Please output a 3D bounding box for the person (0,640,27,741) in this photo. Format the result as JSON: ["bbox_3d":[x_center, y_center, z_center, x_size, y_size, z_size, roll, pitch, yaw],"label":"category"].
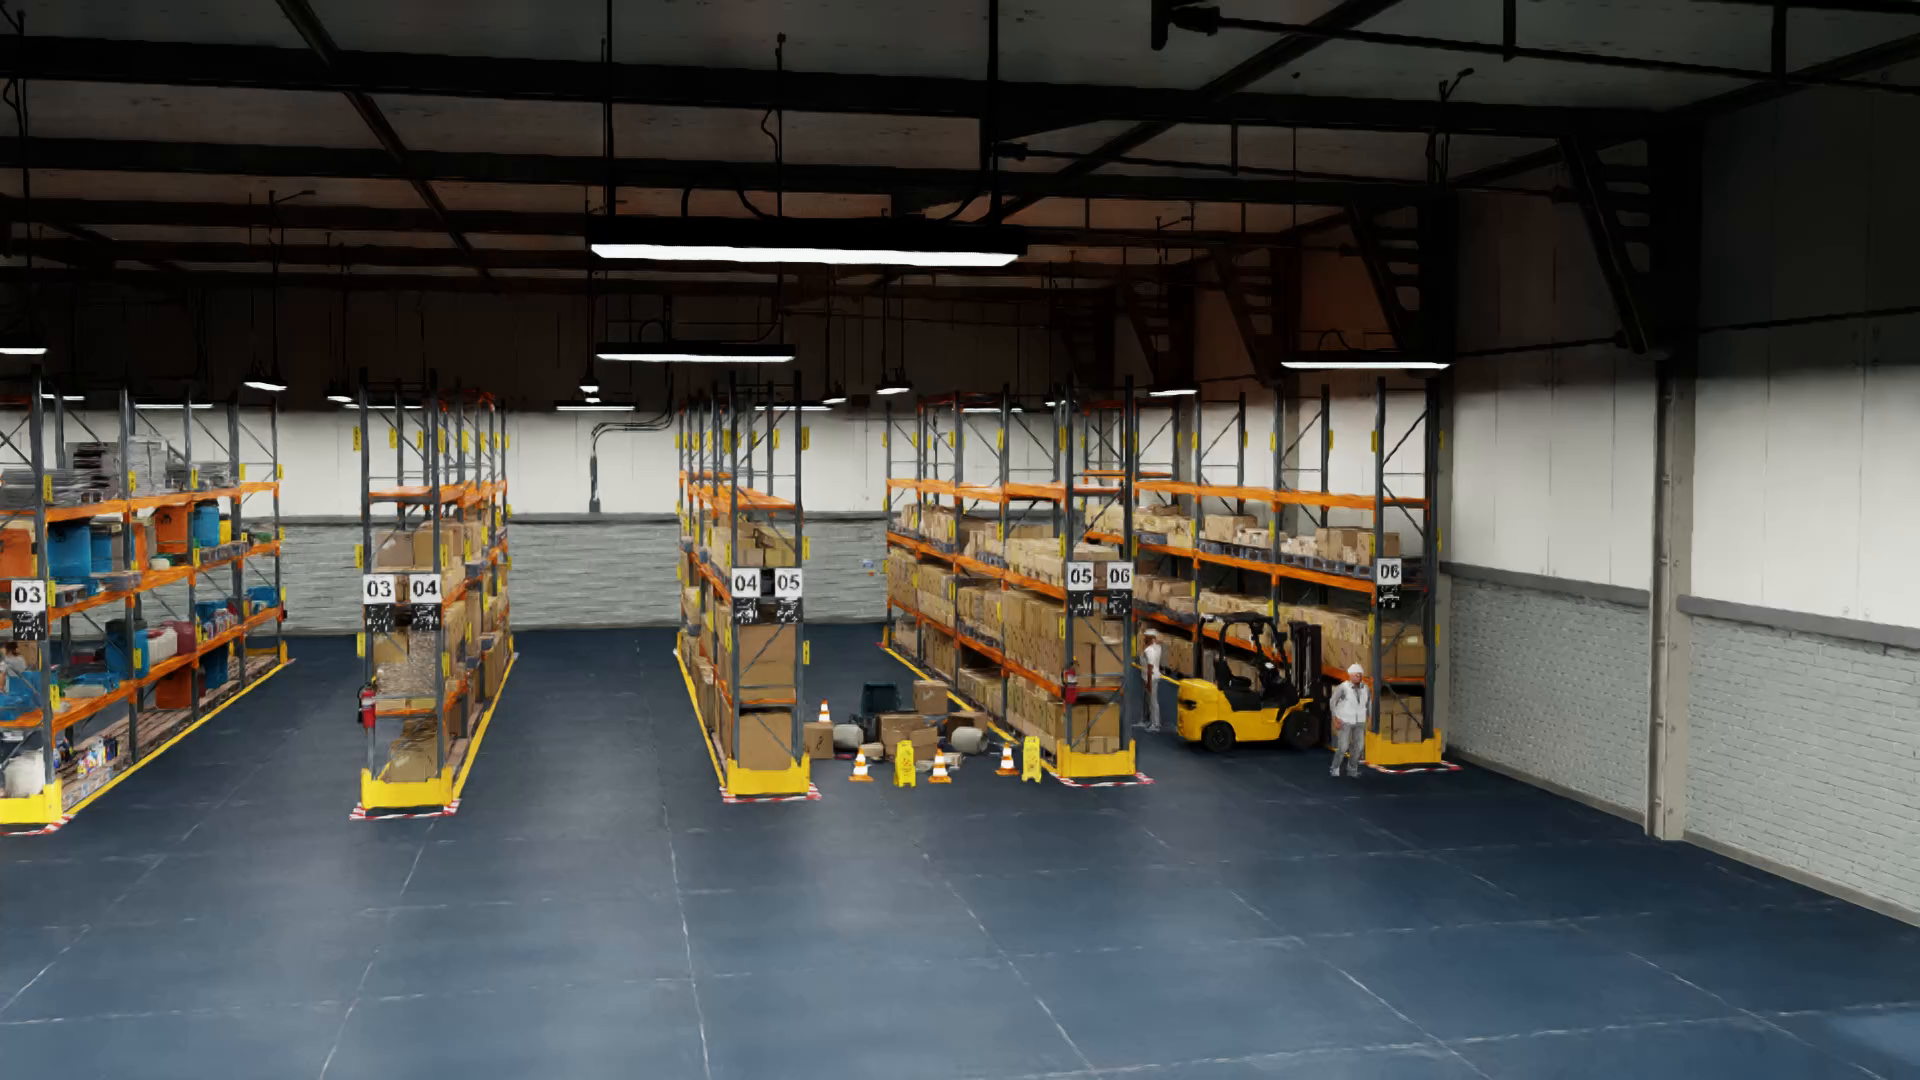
[{"bbox_3d":[-15.850,2.496,27.802,0.569,1.668,0.561,1,4,15],"label":"person"}]

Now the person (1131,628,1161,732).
[{"bbox_3d":[3.230,2.398,28.749,0.538,1.760,0.676,1,3,13],"label":"person"}]

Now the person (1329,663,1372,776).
[{"bbox_3d":[5.817,2.676,24.720,0.677,1.725,0.574,-1,4,-14],"label":"person"}]
